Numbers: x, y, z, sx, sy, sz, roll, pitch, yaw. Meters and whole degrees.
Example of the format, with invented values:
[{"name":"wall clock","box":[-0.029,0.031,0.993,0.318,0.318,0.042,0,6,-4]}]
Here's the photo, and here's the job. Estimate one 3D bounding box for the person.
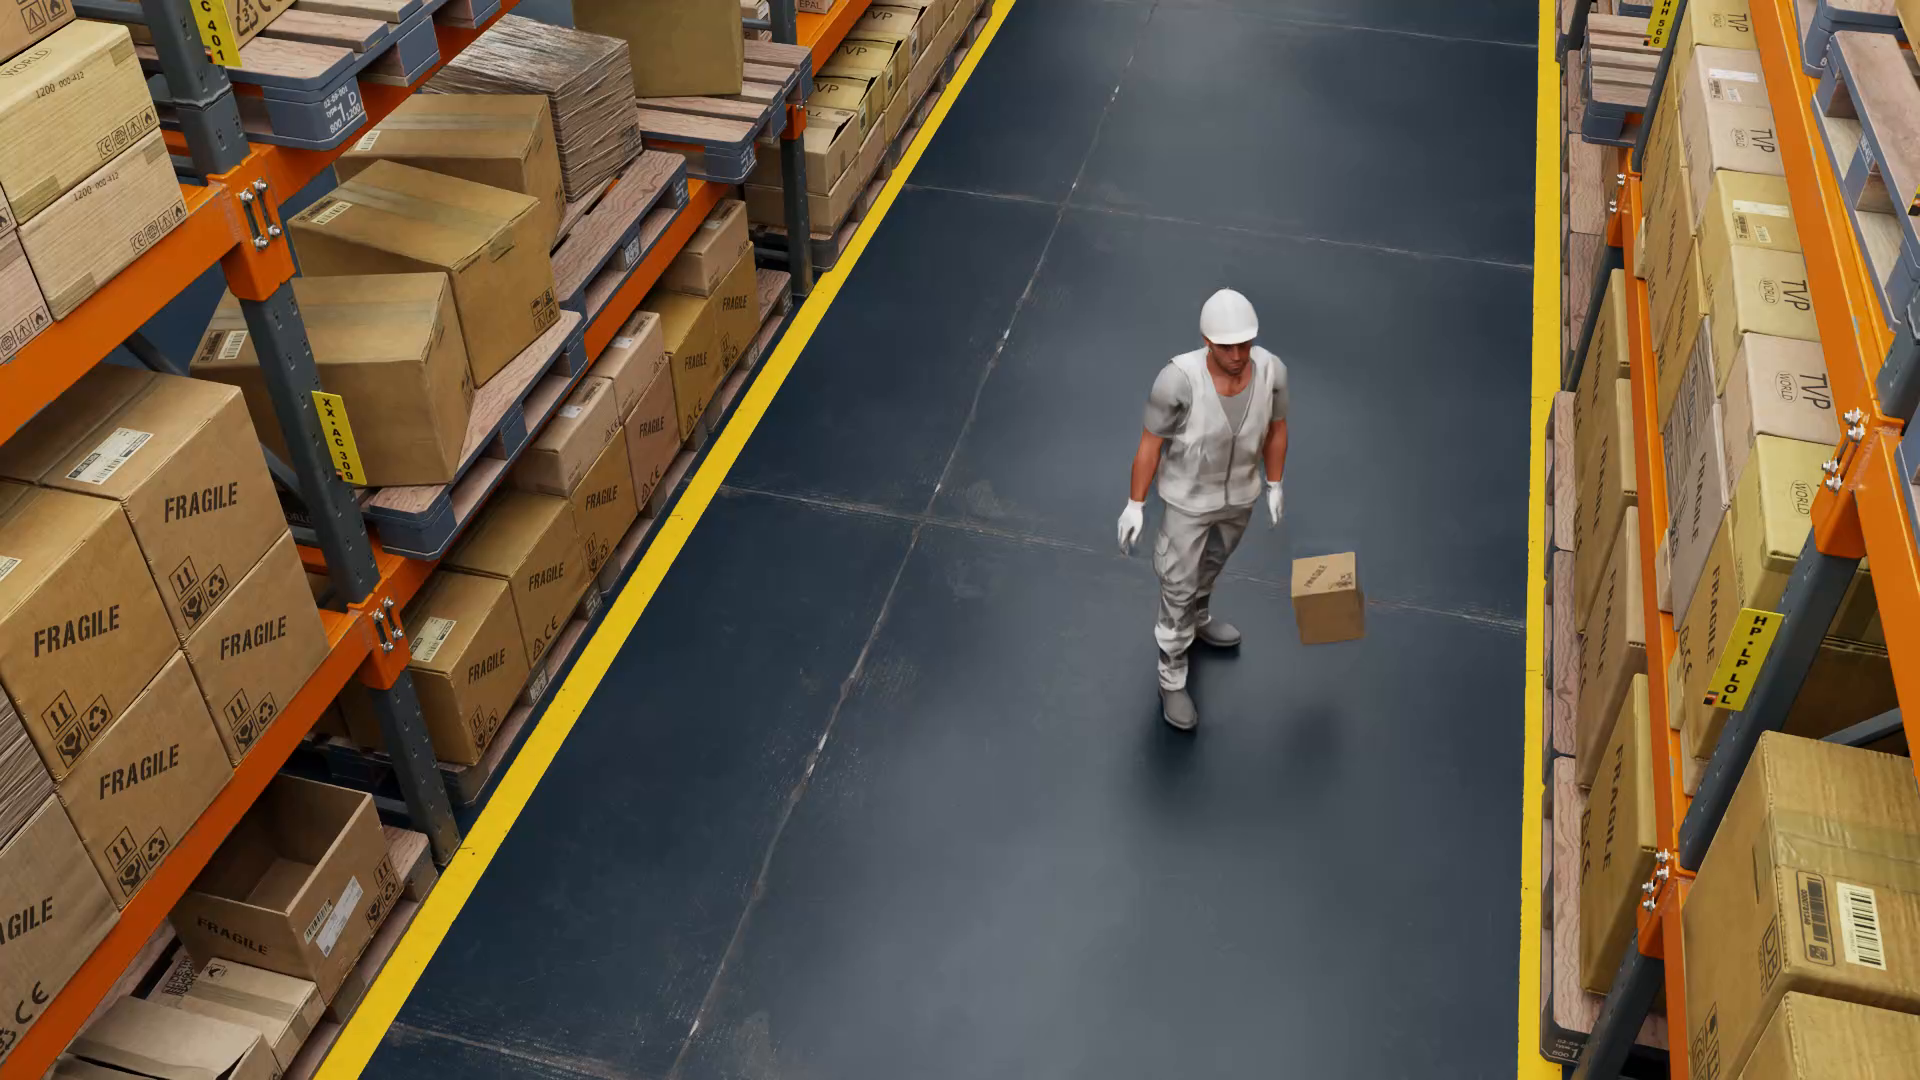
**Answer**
[{"name":"person","box":[0.920,-0.116,6.259,0.693,1.789,0.634,-13,42,-15]}]
